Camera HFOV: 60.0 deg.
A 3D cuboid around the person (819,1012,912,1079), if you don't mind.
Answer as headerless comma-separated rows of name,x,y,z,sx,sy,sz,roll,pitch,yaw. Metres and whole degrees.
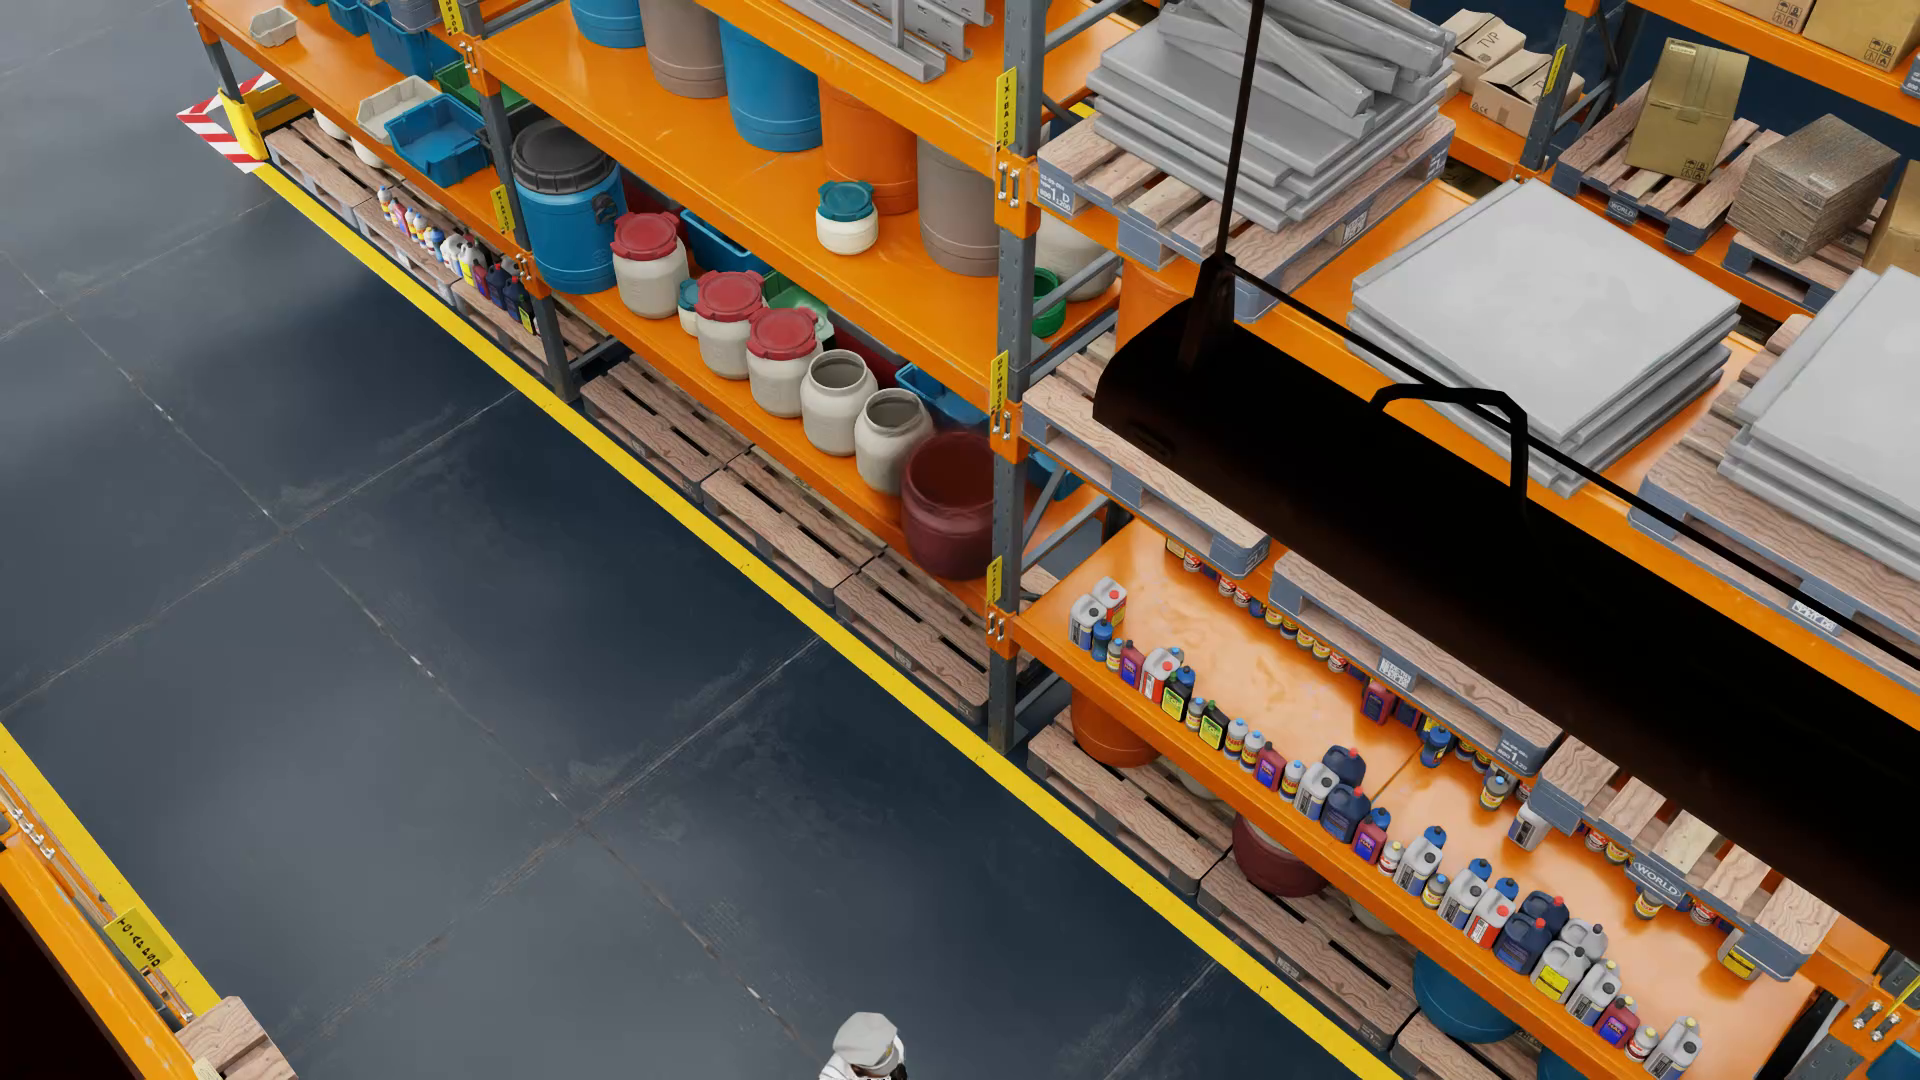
person,-0.447,2.484,7.229,0.509,1.673,0.495,-36,59,-26
